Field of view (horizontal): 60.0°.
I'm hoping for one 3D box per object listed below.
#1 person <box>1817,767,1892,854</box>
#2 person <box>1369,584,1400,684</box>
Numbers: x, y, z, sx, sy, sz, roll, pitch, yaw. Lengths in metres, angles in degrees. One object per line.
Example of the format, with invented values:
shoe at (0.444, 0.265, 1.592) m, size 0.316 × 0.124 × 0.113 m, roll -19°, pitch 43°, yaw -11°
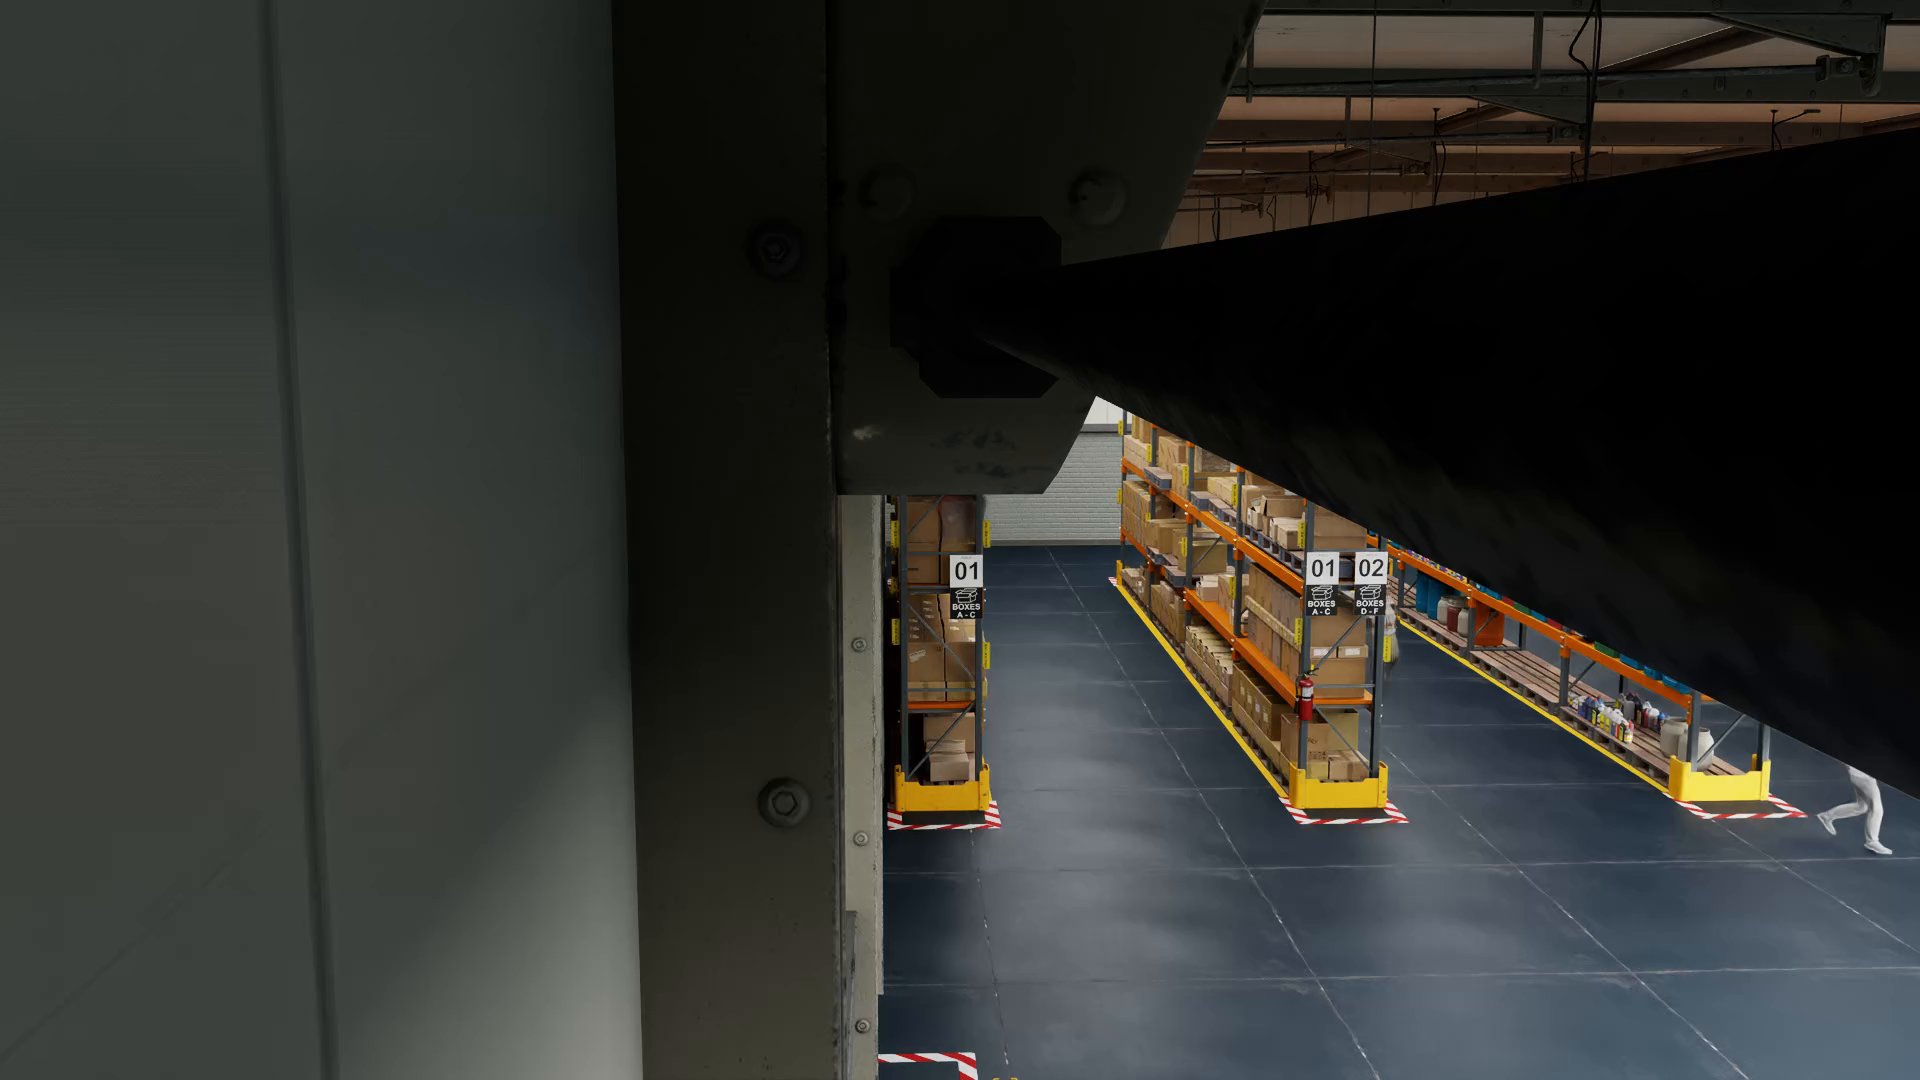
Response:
person at (10.311, 2.719, 19.077) m, size 0.800 × 1.697 × 0.631 m, roll 6°, pitch 10°, yaw 33°
person at (6.901, 1.528, 26.966) m, size 0.569 × 1.673 × 0.655 m, roll -2°, pitch 9°, yaw -14°
